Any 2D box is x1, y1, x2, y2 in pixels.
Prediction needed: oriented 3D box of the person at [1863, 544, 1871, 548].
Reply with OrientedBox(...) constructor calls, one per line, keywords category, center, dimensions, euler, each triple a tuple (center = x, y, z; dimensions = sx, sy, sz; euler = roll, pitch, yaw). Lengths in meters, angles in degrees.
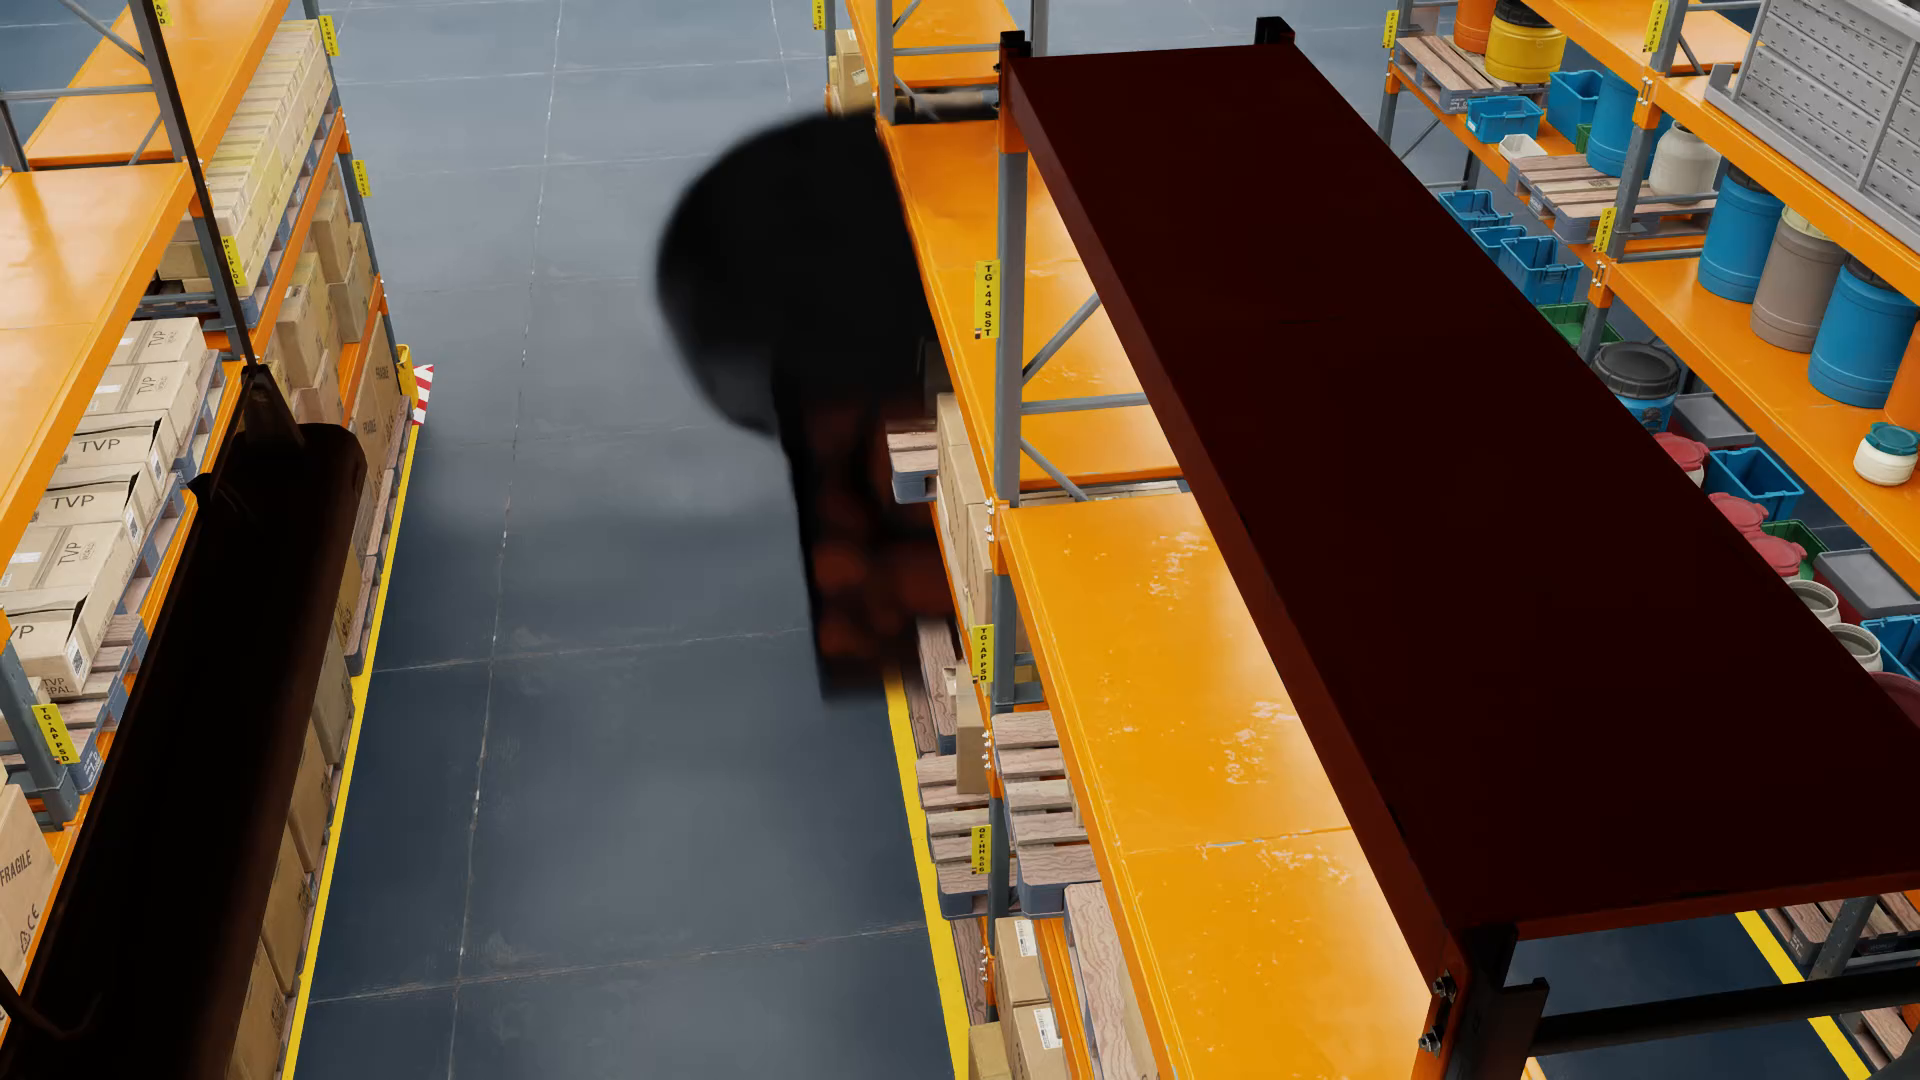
OrientedBox(category="person", center=(6.504, 0.137, 11.481), dimensions=(0.671, 1.763, 0.904), euler=(4, 37, 6))
